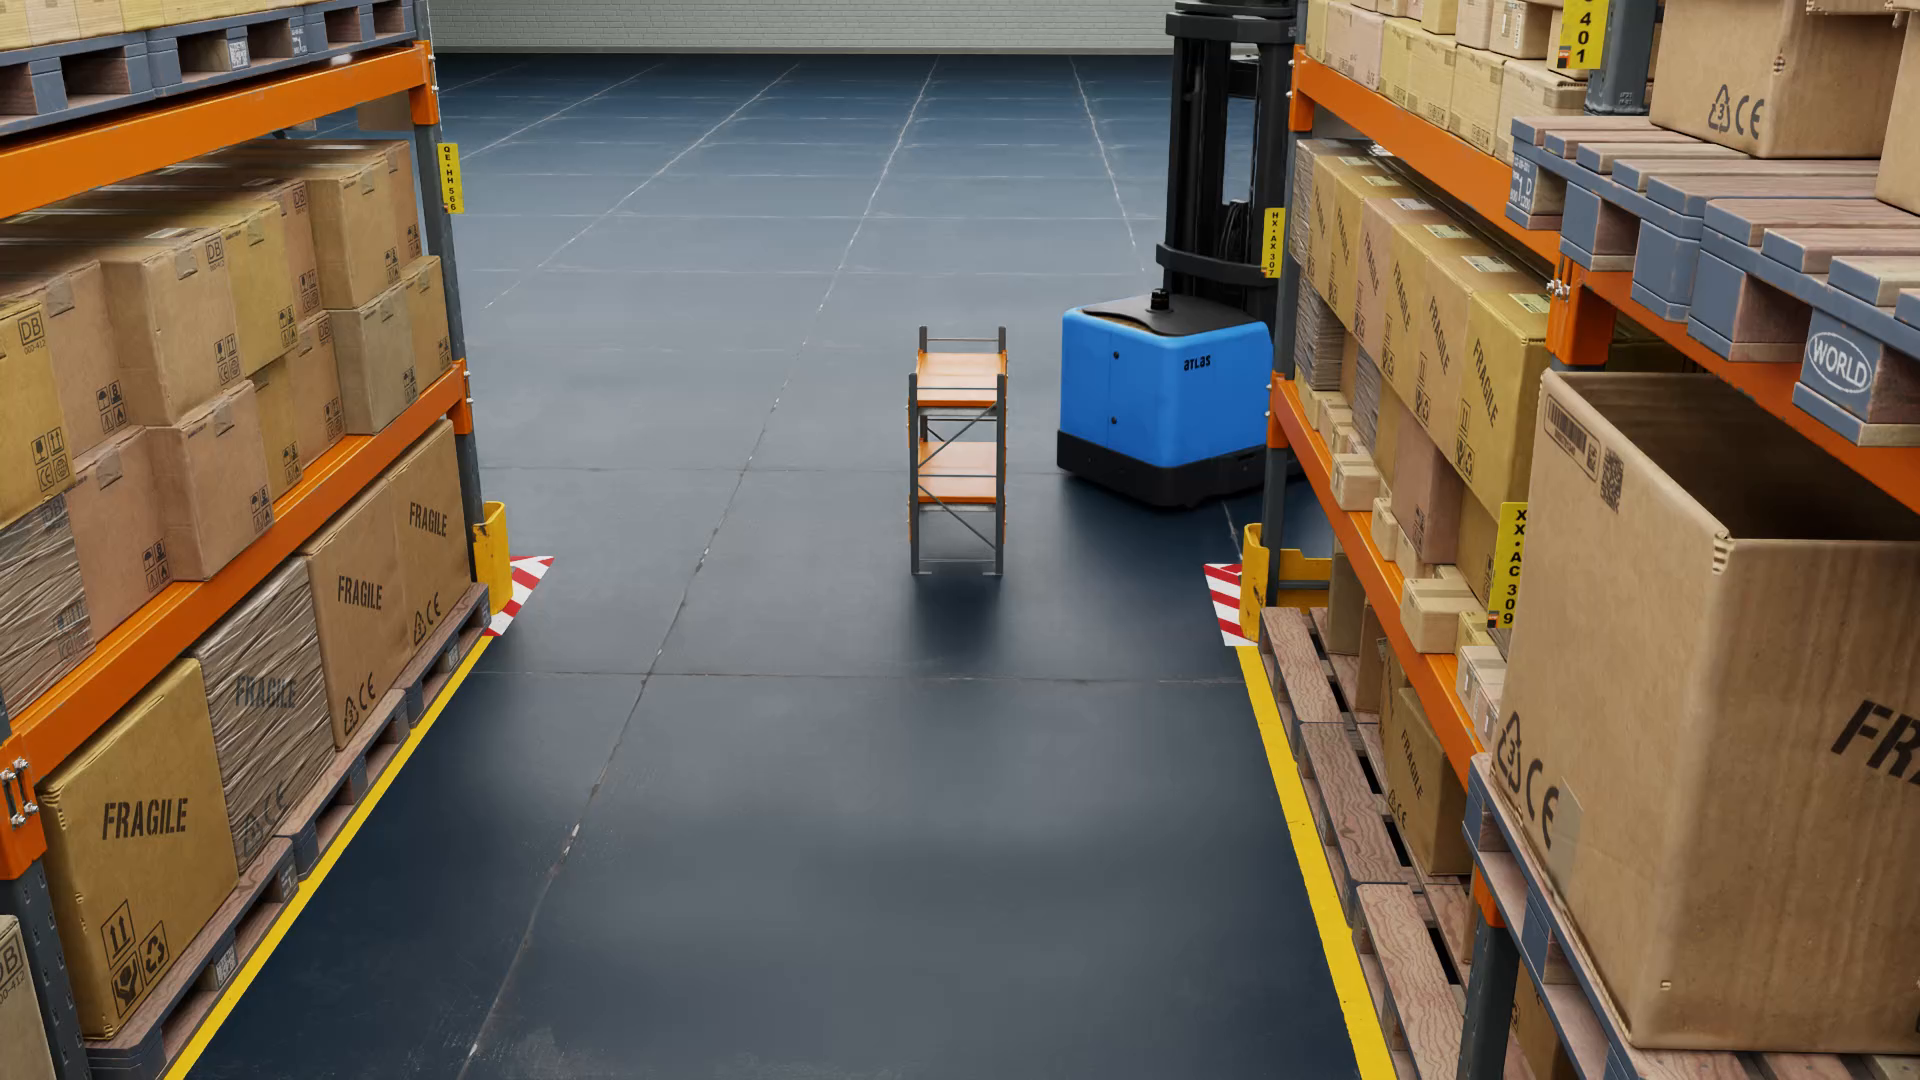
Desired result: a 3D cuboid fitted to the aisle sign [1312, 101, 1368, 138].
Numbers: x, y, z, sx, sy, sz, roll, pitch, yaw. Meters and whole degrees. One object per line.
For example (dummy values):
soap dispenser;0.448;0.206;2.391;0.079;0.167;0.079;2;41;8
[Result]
aisle sign;1.708;-2.214;7.494;0.394;0.787;0.004;1;21;2

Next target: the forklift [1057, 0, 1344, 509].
forklift;2.099;-1.960;10.528;3.031;2.935;1.130;-15;26;-34

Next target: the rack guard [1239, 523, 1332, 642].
rack guard;2.004;0.217;8.279;1.175;0.500;0.348;1;21;2

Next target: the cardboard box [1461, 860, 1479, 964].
cardboard box;1.947;1.088;5.452;0.500;0.500;0.500;8;22;19

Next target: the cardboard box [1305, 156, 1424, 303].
cardboard box;1.695;-1.251;6.674;0.500;0.500;0.500;1;21;2

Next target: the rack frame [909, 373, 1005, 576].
rack frame;-0.016;-0.338;8.845;0.500;1.125;0.032;1;21;2

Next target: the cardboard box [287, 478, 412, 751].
cardboard box;-2.928;0.292;6.987;0.875;0.875;0.875;0;21;1

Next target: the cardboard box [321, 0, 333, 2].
cardboard box;-2.644;-2.191;6.512;0.380;0.149;0.250;1;21;2

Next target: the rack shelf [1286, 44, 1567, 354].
rack shelf;1.945;-1.316;5.621;1.077;0.370;4.000;1;21;2

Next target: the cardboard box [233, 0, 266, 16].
cardboard box;-2.667;-1.915;5.801;0.380;0.149;0.250;1;21;2

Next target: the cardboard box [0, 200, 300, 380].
cardboard box;-2.962;-0.913;6.035;0.875;0.550;0.500;1;21;2

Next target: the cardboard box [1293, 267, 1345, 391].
cardboard box;1.962;-0.963;7.314;0.875;0.500;0.500;1;21;2

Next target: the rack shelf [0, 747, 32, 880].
rack shelf;-3.131;1.438;2.671;1.077;0.370;4.000;1;21;2

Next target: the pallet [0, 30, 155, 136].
pallet;-3.035;-1.274;4.641;1.003;0.211;1.213;1;21;2

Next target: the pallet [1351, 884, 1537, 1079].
pallet;1.870;1.527;5.301;1.003;0.211;1.213;1;21;2

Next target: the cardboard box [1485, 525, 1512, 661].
cardboard box;1.960;0.123;4.516;0.875;0.500;0.500;1;21;2

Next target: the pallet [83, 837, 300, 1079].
pallet;-2.969;1.405;5.616;1.003;0.211;1.213;1;21;2

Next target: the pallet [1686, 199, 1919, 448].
pallet;1.731;-0.244;2.123;1.213;0.211;1.003;1;21;2

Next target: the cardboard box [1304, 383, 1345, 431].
cardboard box;1.710;-0.578;7.219;0.380;0.149;0.250;1;21;2

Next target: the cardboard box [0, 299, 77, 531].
cardboard box;-3.024;-0.327;4.525;0.875;0.550;0.550;1;21;2

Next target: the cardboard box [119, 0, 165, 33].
cardboard box;-2.690;-1.640;5.092;0.380;0.149;0.250;0;21;1

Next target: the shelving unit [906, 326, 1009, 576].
shelving unit;0.000;-0.522;9.319;0.538;1.125;1.048;1;21;2

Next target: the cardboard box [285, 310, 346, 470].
cardboard box;-3.052;-0.602;6.727;0.875;0.550;0.550;1;21;2

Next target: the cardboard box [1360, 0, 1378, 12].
cardboard box;1.687;-2.023;6.104;0.380;0.149;0.250;1;21;1

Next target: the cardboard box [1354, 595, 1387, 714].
cardboard box;1.987;0.436;7.134;0.500;0.500;0.500;6;22;16

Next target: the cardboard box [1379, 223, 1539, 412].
cardboard box;1.653;-0.708;5.276;0.500;0.500;0.500;1;21;2

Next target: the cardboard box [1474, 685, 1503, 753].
cardboard box;1.597;0.506;4.424;0.380;0.149;0.250;1;21;2

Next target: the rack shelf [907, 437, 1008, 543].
rack shelf;0.000;-0.294;9.408;0.538;0.278;1.000;1;21;2

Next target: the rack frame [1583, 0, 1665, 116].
rack frame;1.885;-2.327;3.085;1.000;3.000;0.127;1;21;2

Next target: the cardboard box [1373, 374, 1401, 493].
cardboard box;1.981;-0.420;5.914;0.875;0.500;0.500;1;21;2

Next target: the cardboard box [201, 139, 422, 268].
cardboard box;-2.998;-1.507;7.565;0.875;0.550;0.550;1;21;2

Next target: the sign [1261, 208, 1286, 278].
sign;1.464;-1.385;7.756;0.100;0.325;0.005;1;21;2

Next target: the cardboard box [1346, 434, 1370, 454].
cardboard box;1.728;-0.306;6.519;0.380;0.149;0.250;1;21;2

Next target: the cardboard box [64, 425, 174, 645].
cardboard box;-3.077;-0.023;5.235;0.875;0.550;0.550;1;21;2

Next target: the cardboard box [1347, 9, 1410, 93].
cardboard box;1.705;-1.768;5.998;0.500;0.250;0.500;1;21;1

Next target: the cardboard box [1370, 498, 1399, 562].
cardboard box;1.658;-0.036;5.822;0.380;0.149;0.250;1;21;2

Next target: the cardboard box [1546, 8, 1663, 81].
cardboard box;1.606;-1.165;3.894;0.380;0.149;0.250;1;21;3

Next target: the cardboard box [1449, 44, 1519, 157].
cardboard box;1.664;-1.215;4.573;0.500;0.250;0.500;1;21;3

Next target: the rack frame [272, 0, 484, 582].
rack frame;-2.948;-1.067;8.132;1.000;3.000;0.127;1;21;2

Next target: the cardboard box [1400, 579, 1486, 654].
cardboard box;1.578;0.235;5.124;0.380;0.149;0.250;1;21;2

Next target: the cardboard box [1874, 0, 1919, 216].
cardboard box;1.743;-0.663;2.220;0.797;0.503;0.637;1;21;4

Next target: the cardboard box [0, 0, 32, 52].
cardboard box;-2.713;-1.366;4.385;0.380;0.149;0.250;1;21;2

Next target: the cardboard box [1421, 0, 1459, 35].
cardboard box;1.641;-1.641;5.122;0.380;0.149;0.250;2;21;4
